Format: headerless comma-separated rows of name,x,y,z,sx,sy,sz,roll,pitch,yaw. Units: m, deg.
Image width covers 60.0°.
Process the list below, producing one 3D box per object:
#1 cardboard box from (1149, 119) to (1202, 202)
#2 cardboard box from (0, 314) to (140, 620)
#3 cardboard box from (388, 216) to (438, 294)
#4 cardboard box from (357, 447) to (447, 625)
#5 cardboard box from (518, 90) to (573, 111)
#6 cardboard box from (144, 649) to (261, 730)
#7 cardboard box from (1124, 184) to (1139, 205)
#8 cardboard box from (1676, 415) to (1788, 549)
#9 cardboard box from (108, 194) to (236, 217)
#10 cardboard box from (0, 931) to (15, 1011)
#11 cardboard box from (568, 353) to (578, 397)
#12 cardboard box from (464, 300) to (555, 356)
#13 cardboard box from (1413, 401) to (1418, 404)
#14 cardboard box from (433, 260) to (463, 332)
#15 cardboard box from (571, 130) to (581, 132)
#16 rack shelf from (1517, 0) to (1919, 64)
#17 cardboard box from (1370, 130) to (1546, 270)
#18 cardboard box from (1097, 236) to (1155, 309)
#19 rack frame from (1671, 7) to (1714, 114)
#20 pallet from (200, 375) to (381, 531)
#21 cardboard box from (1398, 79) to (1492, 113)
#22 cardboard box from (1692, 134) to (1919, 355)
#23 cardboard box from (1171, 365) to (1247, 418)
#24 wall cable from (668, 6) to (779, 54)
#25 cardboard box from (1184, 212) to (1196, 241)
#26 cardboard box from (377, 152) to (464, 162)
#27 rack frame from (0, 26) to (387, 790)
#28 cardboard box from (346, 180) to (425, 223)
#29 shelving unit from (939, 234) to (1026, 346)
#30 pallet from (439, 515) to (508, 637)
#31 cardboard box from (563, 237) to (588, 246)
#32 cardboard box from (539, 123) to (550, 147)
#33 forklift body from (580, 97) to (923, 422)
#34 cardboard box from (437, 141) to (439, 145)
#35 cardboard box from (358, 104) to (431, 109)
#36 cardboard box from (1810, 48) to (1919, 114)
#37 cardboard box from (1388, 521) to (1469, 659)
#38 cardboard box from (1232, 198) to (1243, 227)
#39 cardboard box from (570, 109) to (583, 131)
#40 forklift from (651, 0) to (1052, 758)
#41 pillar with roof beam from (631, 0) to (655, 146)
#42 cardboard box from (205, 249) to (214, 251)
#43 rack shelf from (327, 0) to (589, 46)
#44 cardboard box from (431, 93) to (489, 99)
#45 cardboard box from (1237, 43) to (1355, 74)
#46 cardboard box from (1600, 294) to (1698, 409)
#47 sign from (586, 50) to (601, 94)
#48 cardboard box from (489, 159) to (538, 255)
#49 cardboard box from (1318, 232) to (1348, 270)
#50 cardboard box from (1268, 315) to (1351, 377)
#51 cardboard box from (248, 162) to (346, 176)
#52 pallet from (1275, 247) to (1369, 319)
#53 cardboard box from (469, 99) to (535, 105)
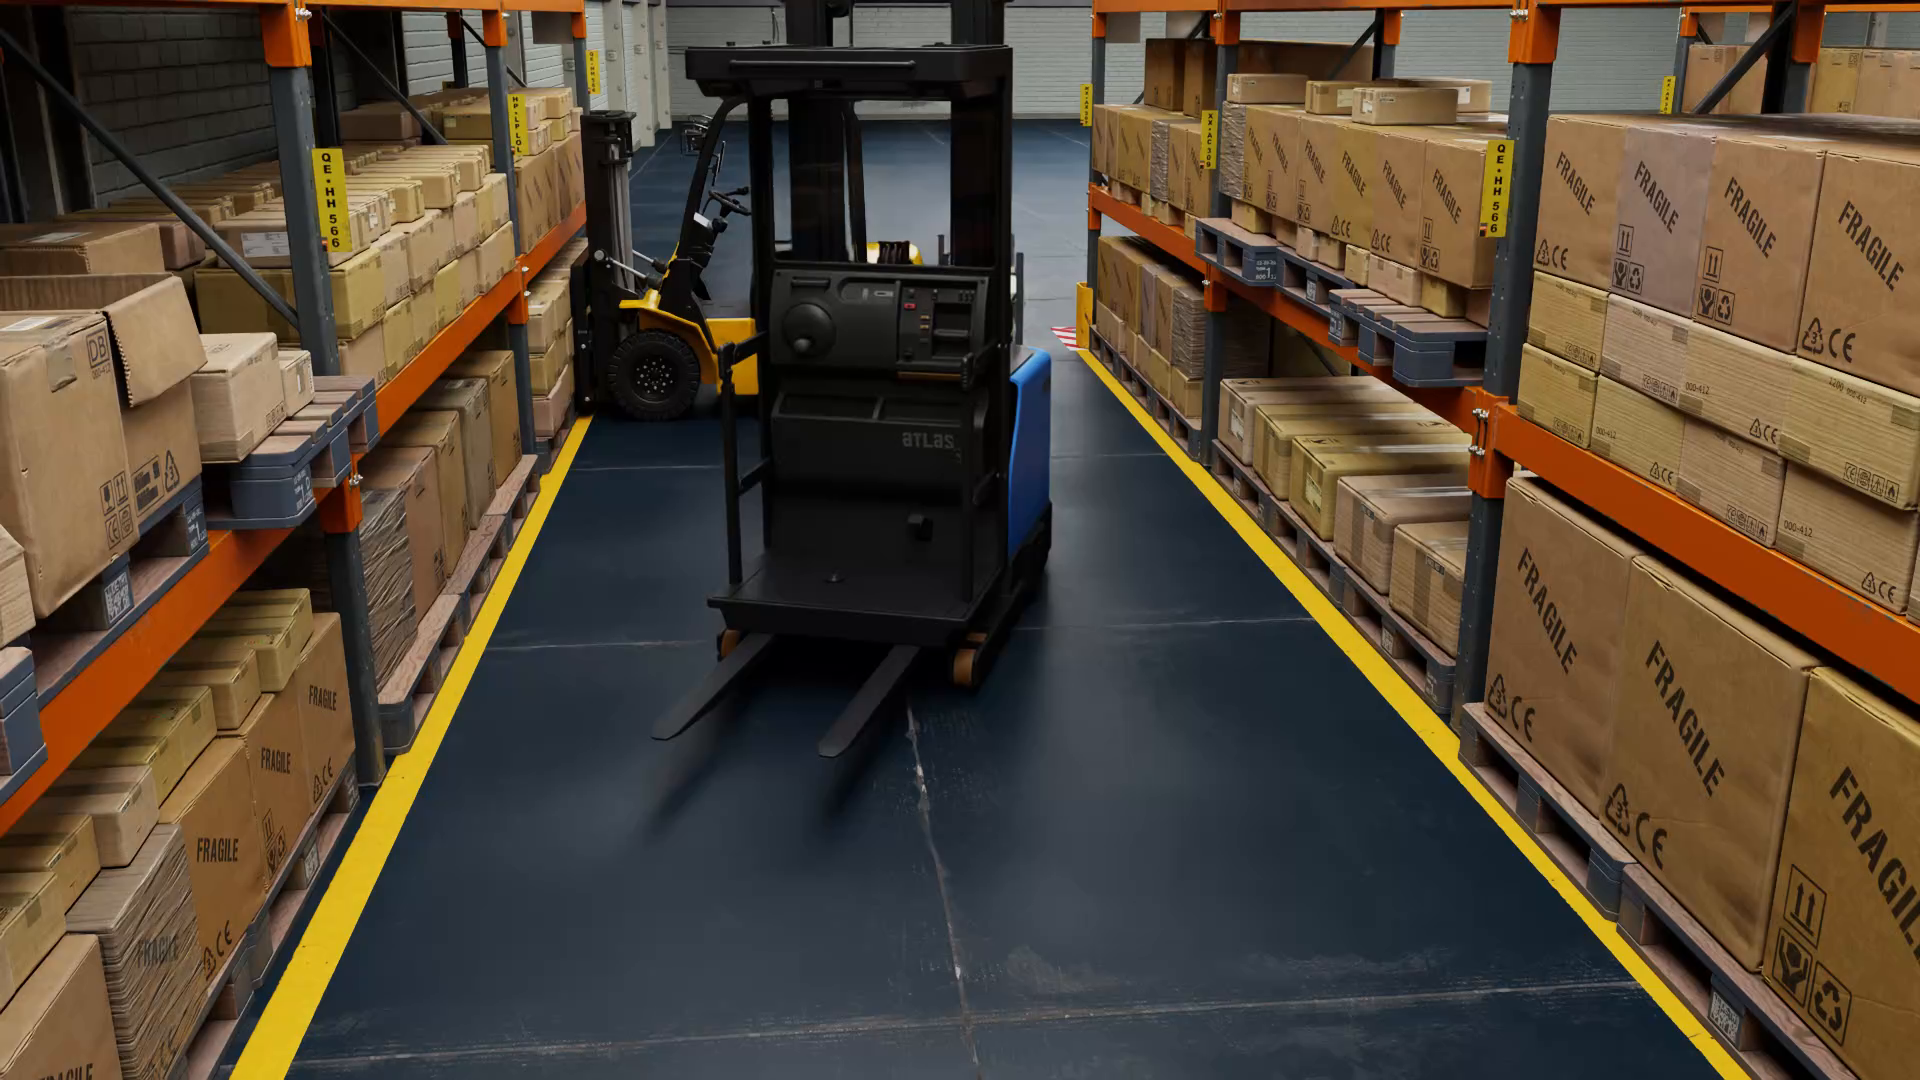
cardboard box,1.558,-2.522,11.038,0.500,0.500,0.500,-1,17,-4
cardboard box,-2.105,-0.149,3.276,0.700,0.500,0.500,-2,18,-6
cardboard box,-2.445,-1.166,6.799,0.500,0.250,0.500,-2,18,-7
cardboard box,-2.681,-0.002,6.938,0.875,0.625,0.625,-1,17,-4
cardboard box,-3.024,-3.186,12.072,0.380,0.149,0.250,-1,17,-4
cardboard box,-2.210,0.429,4.693,0.380,0.149,0.250,-2,18,-7
cardboard box,1.413,-2.555,12.226,0.380,0.149,0.250,-1,17,-4
cardboard box,2.301,-0.174,4.474,0.500,0.250,0.500,-1,17,-4
cardboard box,-2.989,-1.226,6.325,0.380,0.149,0.250,-2,18,-7
cardboard box,-2.089,0.893,3.215,0.380,0.149,0.250,-2,18,-6
cardboard box,-2.825,-1.092,11.036,0.500,0.250,0.500,-1,17,-5
cardboard box,-2.706,-1.265,9.918,0.500,0.250,0.500,-2,18,-6
cardboard box,3.212,-1.070,11.246,0.500,0.500,0.500,11,21,32
cardboard box,-2.517,-1.080,7.359,0.500,0.250,0.500,-1,17,-4
cardboard box,-3.068,-2.846,12.569,0.500,0.500,0.500,-2,18,-7
rack shelf,2.588,-1.200,3.685,1.077,0.370,4.000,-2,18,-6
cardboard box,1.994,-1.379,6.696,0.500,0.500,0.500,-2,18,-7
cardboard box,1.368,-2.082,12.938,0.500,0.500,0.500,-2,18,-7
rack frame,6.470,-3.275,14.100,1.000,3.000,0.127,-2,18,-6
pallet,-2.416,-0.262,4.825,1.213,0.211,1.003,-2,18,-6
cardboard box,2.377,-2.183,8.175,0.380,0.149,0.250,-3,18,-8
cardboard box,2.288,-0.776,4.306,0.500,0.500,0.500,-1,17,-4
cardboard box,1.641,-0.956,10.604,0.500,0.250,0.500,-1,17,-3
wall cable,-6.288,-13.939,43.238,3.097,2.526,0.112,-2,18,-6
cardboard box,1.600,-1.940,10.270,0.380,0.149,0.250,-1,17,-4
cardboard box,-2.694,-1.857,8.334,0.380,0.149,0.250,-2,18,-6
rack frame,-2.555,-0.554,5.433,1.000,3.000,0.127,-2,18,-6
cardboard box,-2.439,-1.399,6.876,0.380,0.149,0.250,-1,17,-4
shelving unit,0.100,-0.804,8.735,0.431,1.500,0.755,-1,17,-2
pallet,-2.724,0.168,7.791,1.003,0.211,1.213,-2,18,-6
cardboard box,-3.023,-2.175,12.818,0.500,0.250,0.500,-1,17,-4
cardboard box,-2.843,-2.588,10.663,0.380,0.149,0.250,-2,18,-7
forklift body,-1.370,-2.024,11.532,2.313,2.155,1.214,-2,18,-6
cardboard box,-3.334,-2.496,10.370,0.380,0.149,0.250,-1,17,-4
cardboard box,-3.415,-2.557,10.069,0.380,0.149,0.250,-2,18,-7
cardboard box,6.724,-3.264,12.012,0.875,0.550,0.500,-2,18,-6
cardboard box,2.333,0.177,6.793,0.950,0.372,0.625,-3,18,-9
cardboard box,1.712,-1.806,9.140,0.380,0.149,0.250,-2,17,-5
cardboard box,-3.010,-3.124,12.372,0.380,0.149,0.250,-1,17,-5
forklift,-0.389,-0.919,6.711,1.130,2.935,3.031,4,18,13
pillar with roof beam,-2.398,-12.848,34.576,9.100,9.000,0.400,-2,18,-6
cardboard box,-2.933,-0.998,6.264,0.500,0.250,0.500,-2,18,-5
rack shelf,-3.174,-3.429,10.785,1.077,0.370,4.000,-2,18,-6
cardboard box,-3.461,-3.020,11.544,0.380,0.149,0.250,-1,17,-4
cardboard box,2.108,-2.857,10.437,0.700,0.500,0.500,-2,18,-5
cardboard box,2.240,-0.562,4.877,0.500,0.250,0.500,-1,17,-4
sign,-2.839,-3.615,12.856,0.100,0.325,0.005,-2,18,-6
cardboard box,-2.754,-1.933,9.661,0.500,0.500,0.500,-2,18,-7
cardboard box,1.875,-1.338,7.650,0.380,0.149,0.250,-2,18,-7
cardboard box,2.177,-1.330,10.544,0.500,0.500,0.500,-1,17,-3
cardboard box,-3.097,-1.685,7.786,0.380,0.149,0.250,-2,18,-6
pallet,2.137,-1.205,7.828,1.003,0.211,1.213,-2,18,-6
cardboard box,-2.917,-2.730,10.619,0.380,0.149,0.250,-2,18,-6
